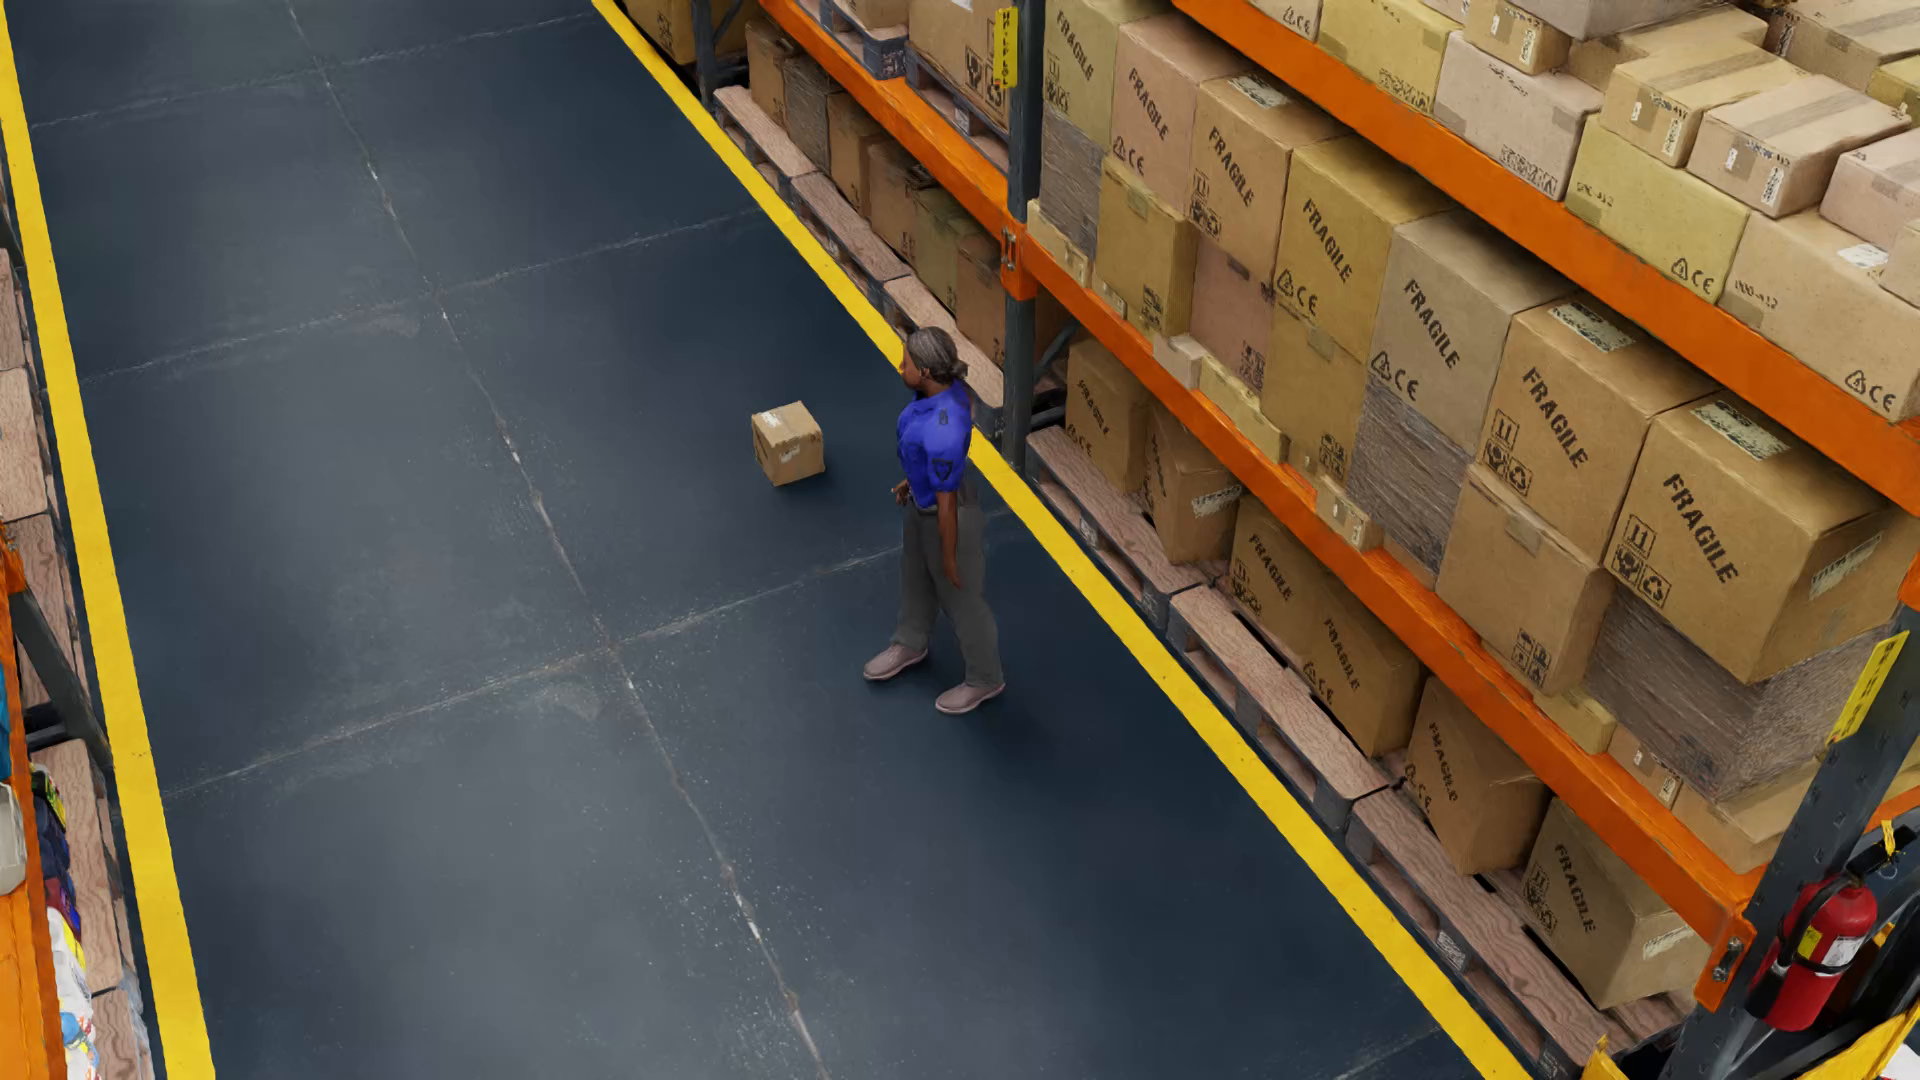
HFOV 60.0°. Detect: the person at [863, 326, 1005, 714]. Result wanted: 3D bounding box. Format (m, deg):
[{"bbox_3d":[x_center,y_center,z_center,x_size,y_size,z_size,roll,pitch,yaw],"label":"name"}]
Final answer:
[{"bbox_3d":[-0.117,-0.083,6.251,0.562,1.661,0.541,-5,42,-6],"label":"person"}]
